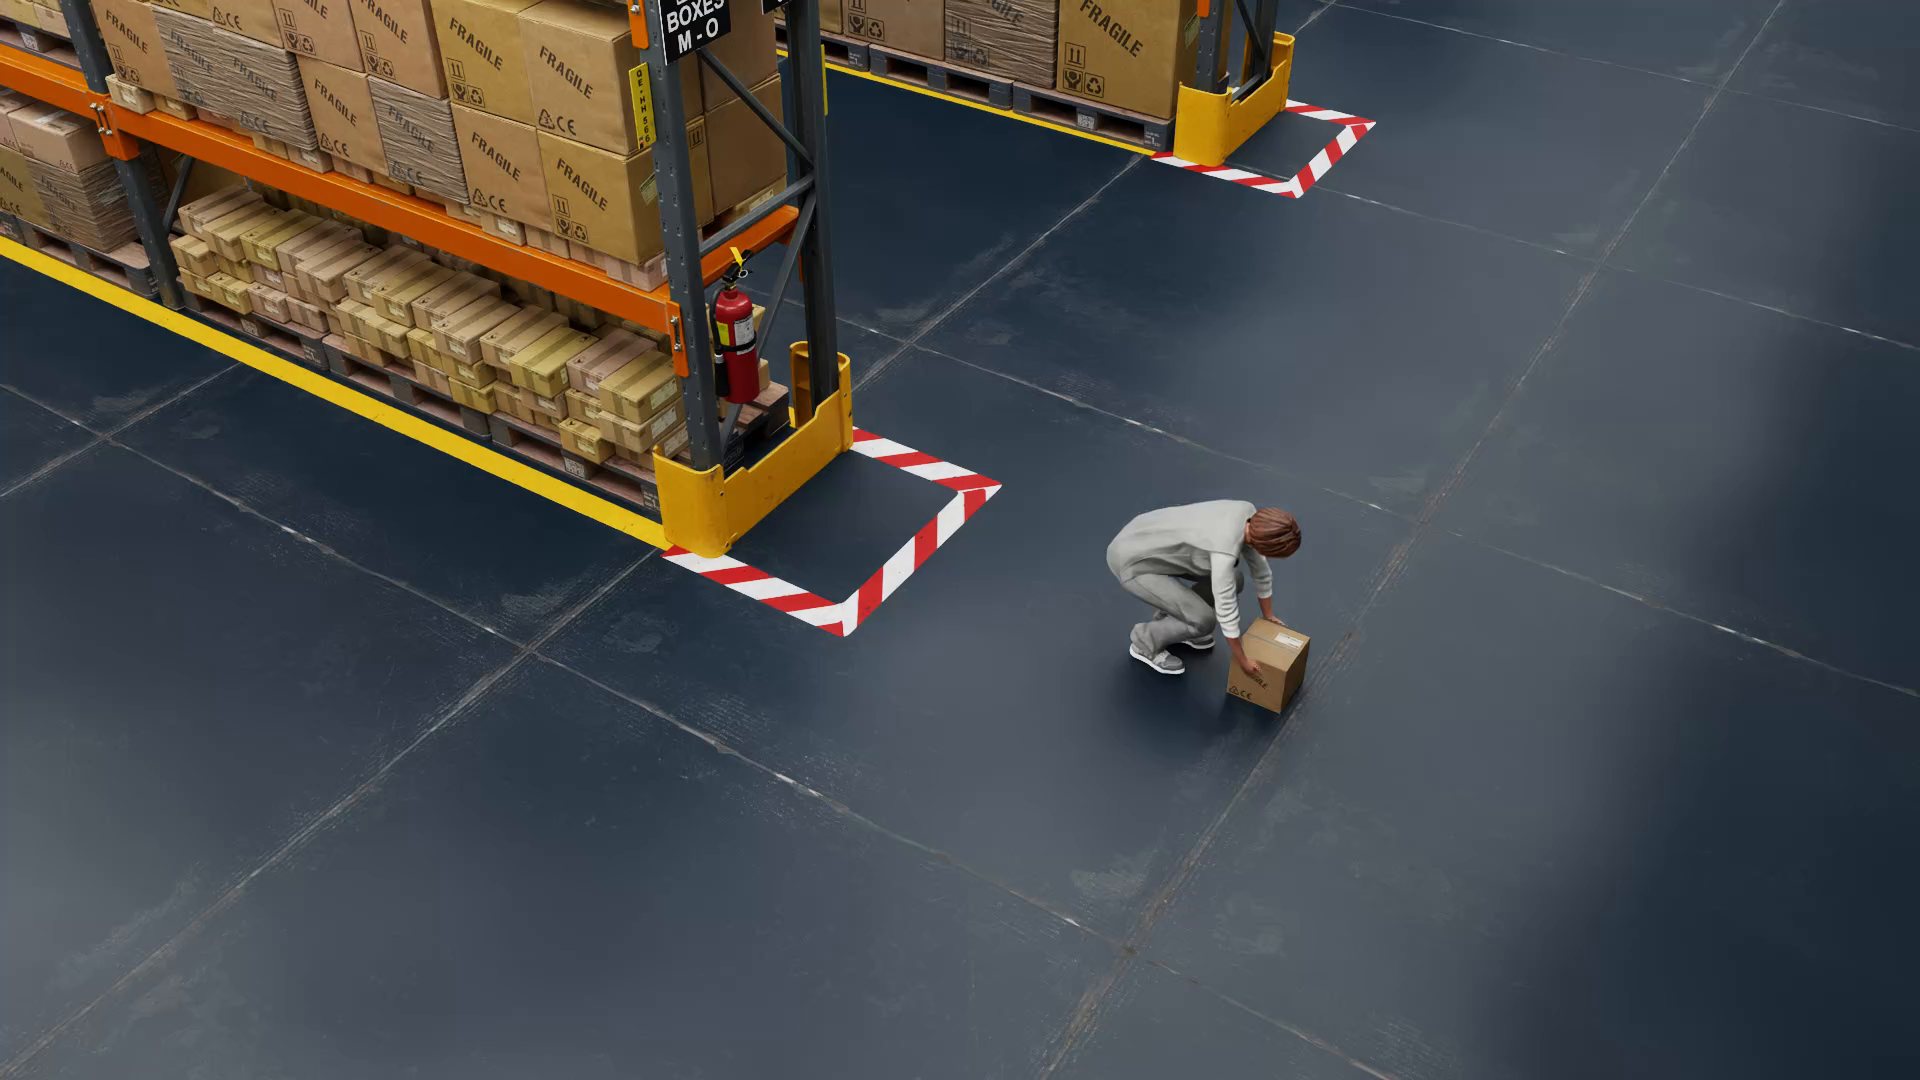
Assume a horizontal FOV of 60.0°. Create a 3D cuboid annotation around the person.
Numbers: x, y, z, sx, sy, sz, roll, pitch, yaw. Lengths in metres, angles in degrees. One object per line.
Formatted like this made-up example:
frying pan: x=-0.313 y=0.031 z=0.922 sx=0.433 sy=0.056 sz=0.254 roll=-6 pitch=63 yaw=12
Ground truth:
person: x=1.015 y=0.161 z=7.061 sx=0.795 sy=0.879 sz=0.447 roll=22 pitch=44 yaw=25
